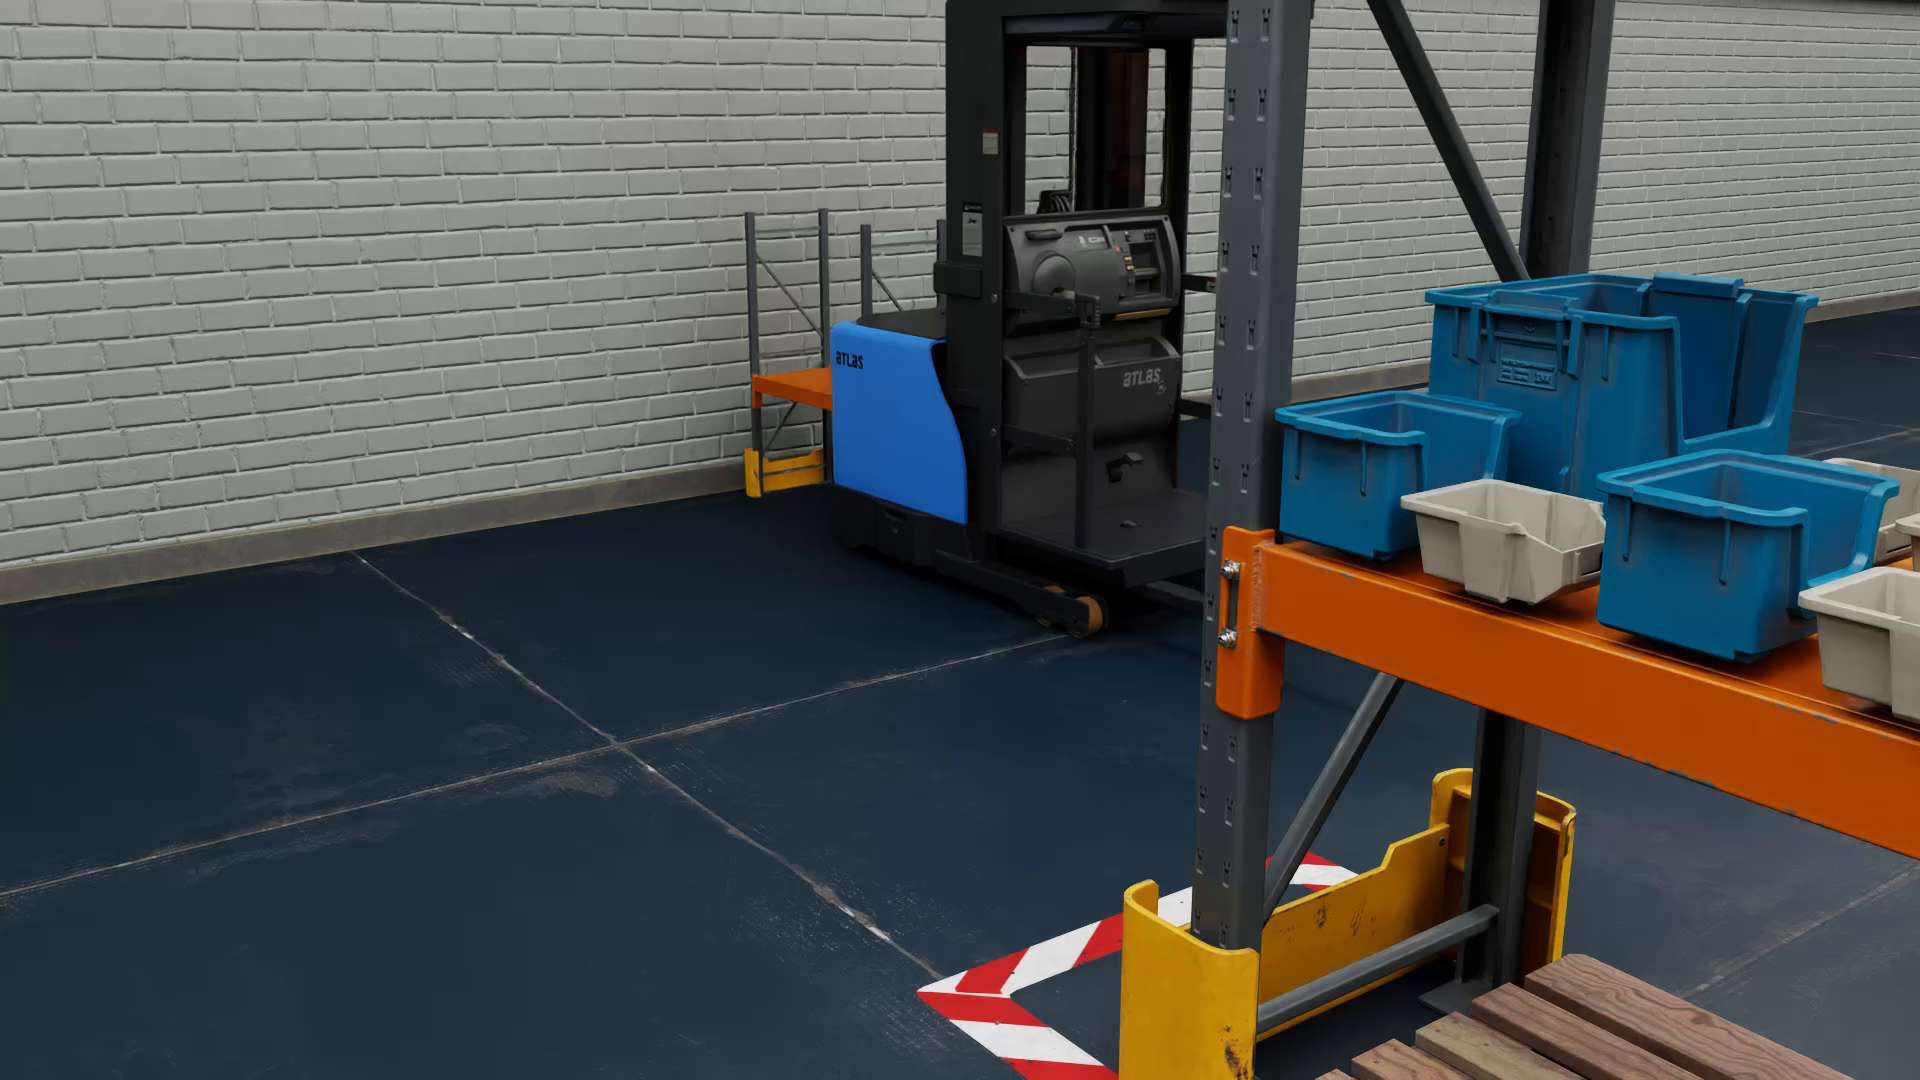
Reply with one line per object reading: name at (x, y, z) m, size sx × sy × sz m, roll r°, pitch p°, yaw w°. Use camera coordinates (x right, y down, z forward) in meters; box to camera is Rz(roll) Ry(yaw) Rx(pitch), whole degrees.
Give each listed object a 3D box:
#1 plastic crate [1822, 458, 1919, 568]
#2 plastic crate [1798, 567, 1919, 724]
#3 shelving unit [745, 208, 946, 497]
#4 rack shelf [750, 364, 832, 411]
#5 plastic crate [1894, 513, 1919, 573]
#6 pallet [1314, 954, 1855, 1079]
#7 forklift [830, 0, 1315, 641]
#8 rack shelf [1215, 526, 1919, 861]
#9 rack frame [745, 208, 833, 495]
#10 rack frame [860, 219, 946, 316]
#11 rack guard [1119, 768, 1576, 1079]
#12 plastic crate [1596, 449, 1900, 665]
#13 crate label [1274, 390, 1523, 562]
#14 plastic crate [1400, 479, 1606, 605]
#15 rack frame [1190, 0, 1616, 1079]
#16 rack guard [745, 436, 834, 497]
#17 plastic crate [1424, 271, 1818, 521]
plastic crate at (1.540, -0.032, 2.895) m, size 0.396 × 0.136 × 0.243 m, roll -11°, pitch 19°, yaw -35°
plastic crate at (1.314, 0.152, 2.223) m, size 0.250 × 0.136 × 0.298 m, roll -11°, pitch 19°, yaw -35°
shelving unit at (-0.593, -0.905, 8.541) m, size 0.587 × 1.500 × 1.083 m, roll -12°, pitch 19°, yaw -37°
rack shelf at (-0.587, -0.730, 8.582) m, size 0.538 × 0.185 × 1.000 m, roll -12°, pitch 19°, yaw -37°
plastic crate at (1.699, 0.033, 2.661) m, size 0.396 × 0.136 × 0.243 m, roll -11°, pitch 19°, yaw -35°
pallet at (1.368, 1.251, 3.105) m, size 1.003 × 0.211 × 1.213 m, roll -11°, pitch 19°, yaw -35°
forklift at (0.702, -1.171, 6.804) m, size 1.130 × 2.935 × 3.031 m, roll -12°, pitch 19°, yaw -37°
rack shelf at (2.090, 0.498, 1.937) m, size 1.077 × 0.370 × 4.000 m, roll -11°, pitch 19°, yaw -35°
rack frame at (-0.908, -1.007, 8.915) m, size 0.500 × 1.500 × 0.032 m, roll -12°, pitch 19°, yaw -37°
rack frame at (-0.266, -0.799, 8.154) m, size 0.500 × 1.500 × 0.032 m, roll -12°, pitch 19°, yaw -37°
rack guard at (0.890, 0.927, 3.743) m, size 1.175 × 0.500 × 0.348 m, roll -11°, pitch 19°, yaw -35°
plastic crate at (1.180, 0.020, 2.523) m, size 0.416 × 0.233 × 0.300 m, roll -11°, pitch 19°, yaw -35°
crate label at (0.793, -0.120, 3.037) m, size 0.416 × 0.233 × 0.303 m, roll -11°, pitch 19°, yaw -35°
plastic crate at (0.915, 0.008, 2.752) m, size 0.250 × 0.136 × 0.298 m, roll -11°, pitch 19°, yaw -35°
rack frame at (0.914, -0.276, 3.402) m, size 1.000 × 3.000 × 0.127 m, roll -11°, pitch 19°, yaw -35°
rack guard at (-0.907, -0.404, 9.079) m, size 0.587 × 0.250 × 0.087 m, roll -12°, pitch 19°, yaw -37°
plastic crate at (1.262, -0.279, 3.234) m, size 0.616 × 0.435 × 0.499 m, roll -11°, pitch 19°, yaw -35°
